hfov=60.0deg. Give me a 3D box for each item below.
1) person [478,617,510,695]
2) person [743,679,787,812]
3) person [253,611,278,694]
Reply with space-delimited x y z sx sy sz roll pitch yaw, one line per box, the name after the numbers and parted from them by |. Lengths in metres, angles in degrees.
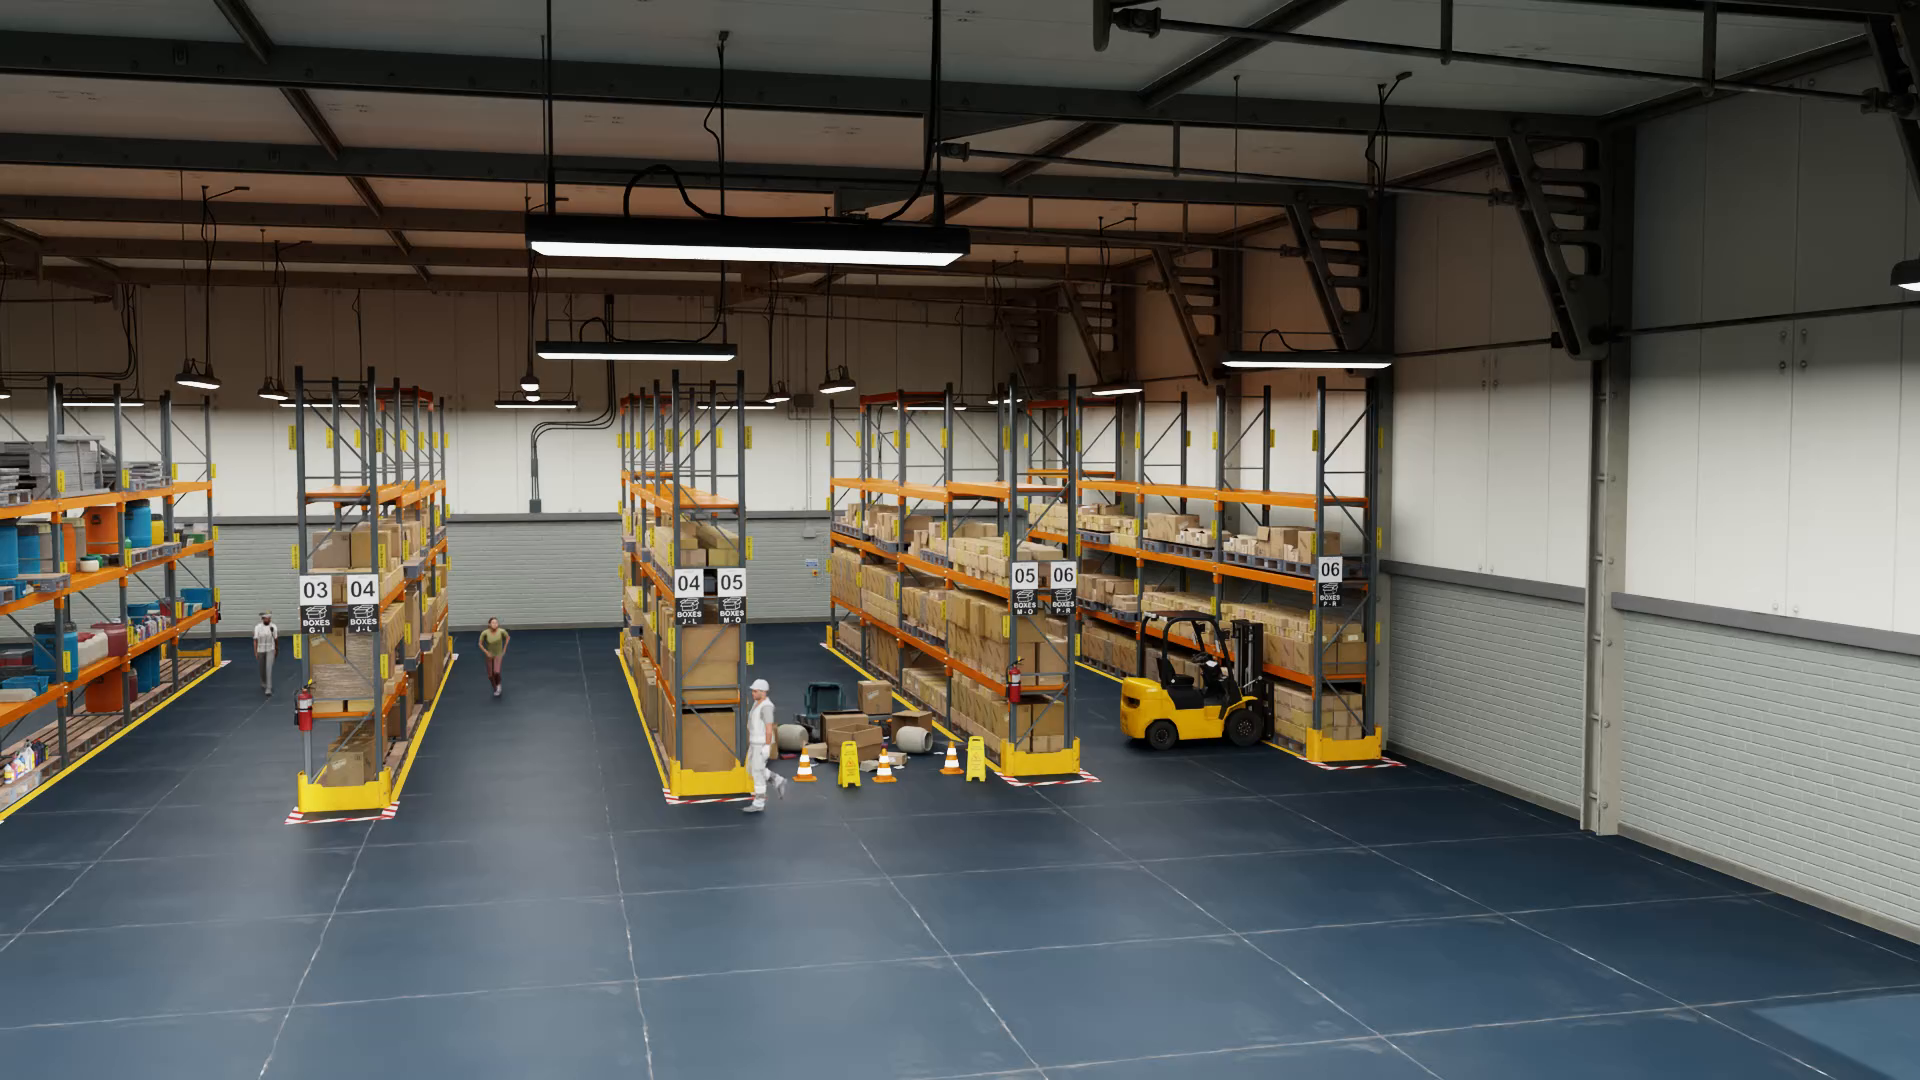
-9.113 2.273 32.539 0.546 1.581 0.693 0 3 -4 | person
-2.643 2.764 22.518 0.683 1.782 0.605 -1 4 -23 | person
-13.768 2.199 32.999 0.432 1.621 1.045 -1 4 -15 | person
